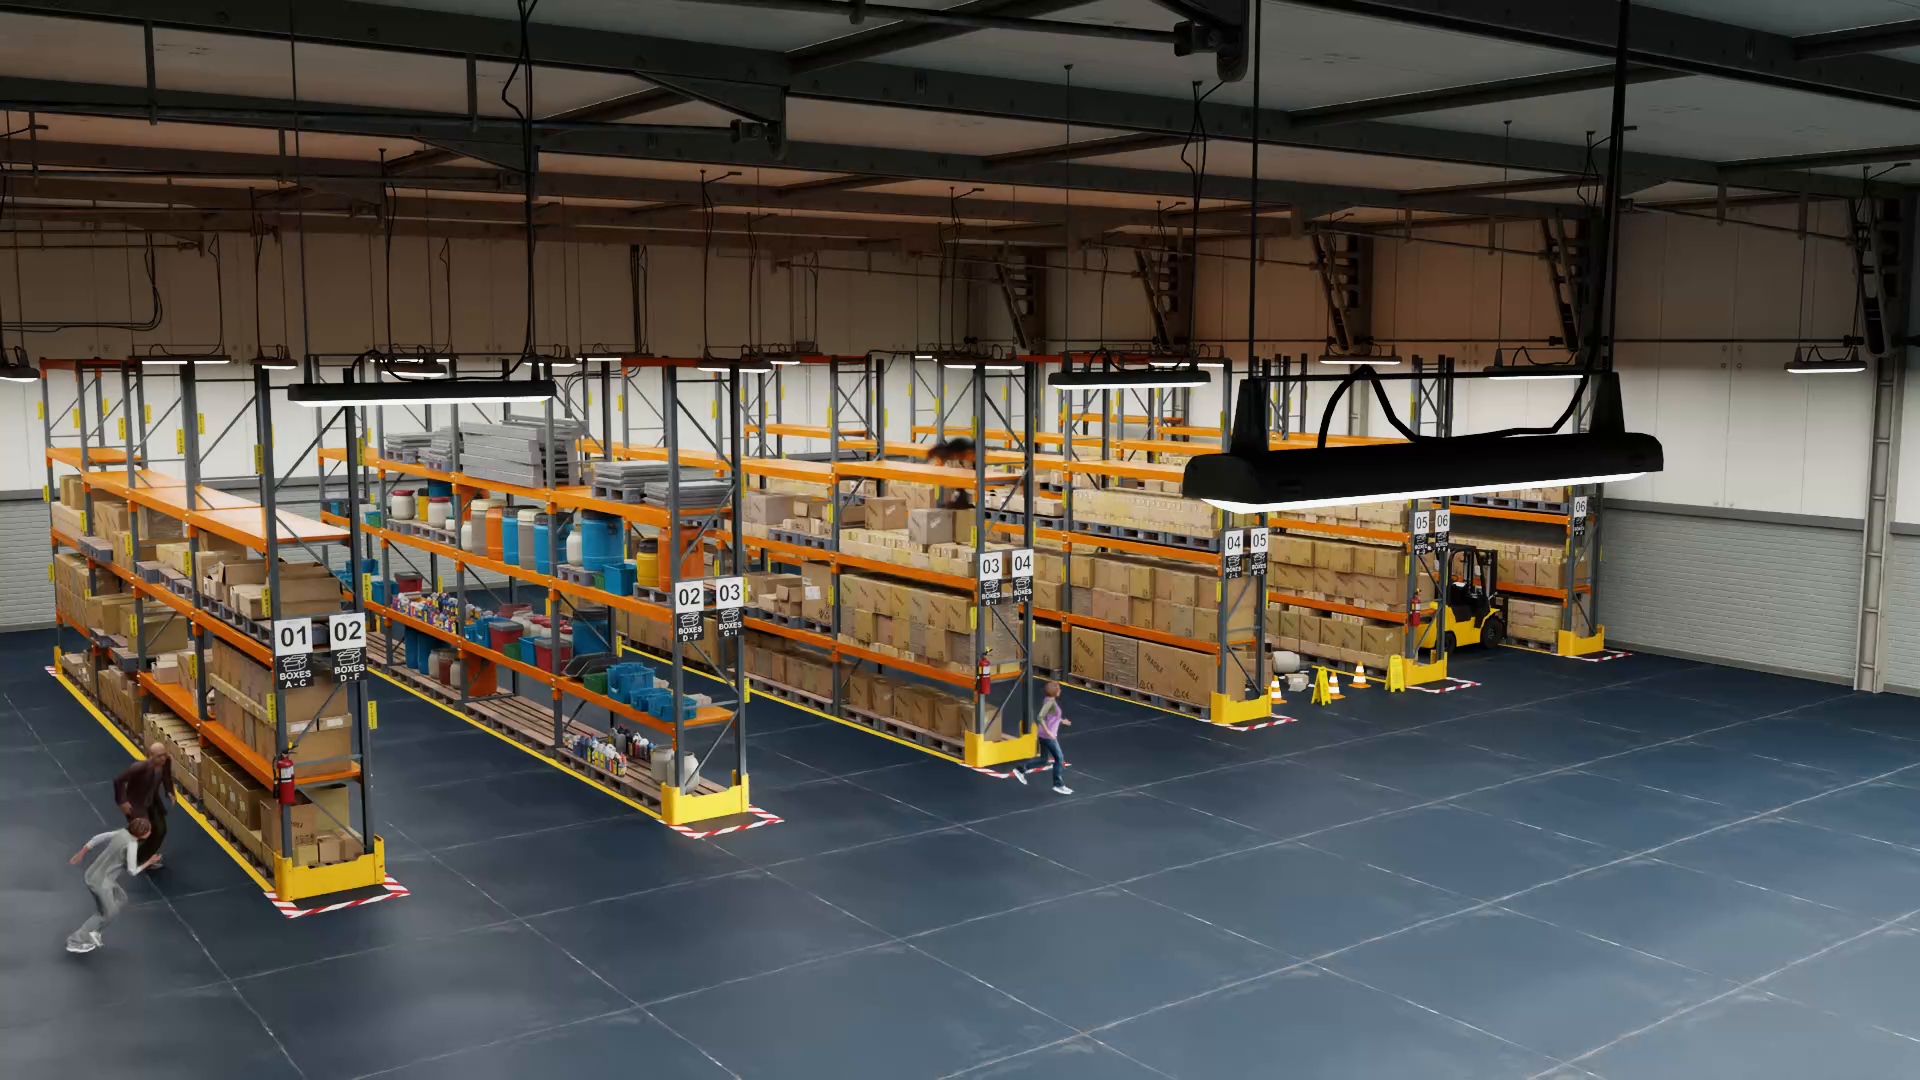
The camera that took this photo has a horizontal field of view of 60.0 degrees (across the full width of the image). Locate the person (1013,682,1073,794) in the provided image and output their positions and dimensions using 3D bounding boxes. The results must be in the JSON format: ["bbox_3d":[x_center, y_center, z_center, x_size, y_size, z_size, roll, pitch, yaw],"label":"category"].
[{"bbox_3d":[1.161,2.766,23.273,0.844,1.594,0.519,0,7,-2],"label":"person"}]

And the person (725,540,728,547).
[{"bbox_3d":[-5.505,0.820,38.844,0.696,1.724,0.654,-4,8,-32],"label":"person"}]

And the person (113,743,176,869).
[{"bbox_3d":[-9.822,3.171,19.906,0.961,1.587,0.729,4,8,30],"label":"person"}]

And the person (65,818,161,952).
[{"bbox_3d":[-8.834,3.603,17.341,0.914,1.321,0.577,-6,9,-41],"label":"person"}]
